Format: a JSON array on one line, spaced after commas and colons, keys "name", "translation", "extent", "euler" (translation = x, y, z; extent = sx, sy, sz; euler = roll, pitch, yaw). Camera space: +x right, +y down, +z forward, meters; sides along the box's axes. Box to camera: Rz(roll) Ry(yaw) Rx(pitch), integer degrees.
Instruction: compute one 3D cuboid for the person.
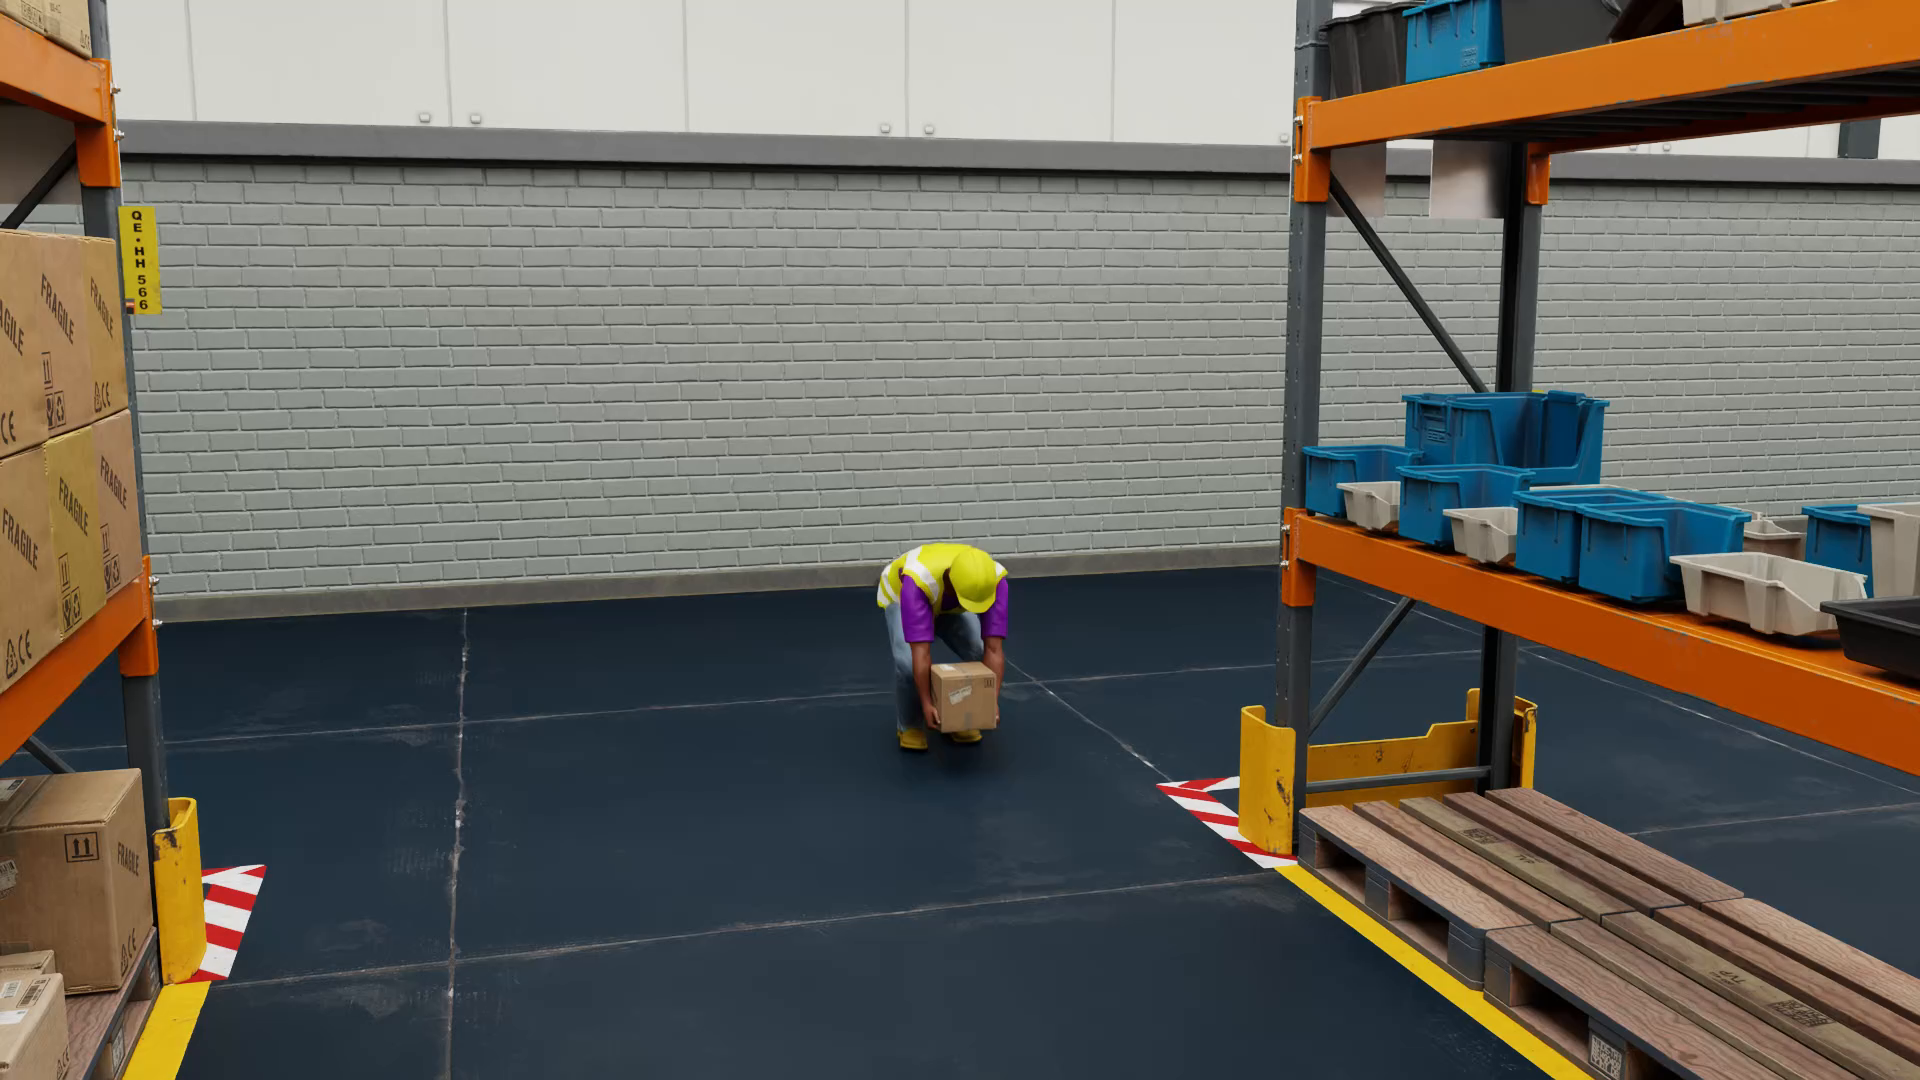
[{"name": "person", "translation": [-0.059, 0.467, 7.679], "extent": [0.513, 1.042, 0.965], "euler": [-3, 10, -19]}]
